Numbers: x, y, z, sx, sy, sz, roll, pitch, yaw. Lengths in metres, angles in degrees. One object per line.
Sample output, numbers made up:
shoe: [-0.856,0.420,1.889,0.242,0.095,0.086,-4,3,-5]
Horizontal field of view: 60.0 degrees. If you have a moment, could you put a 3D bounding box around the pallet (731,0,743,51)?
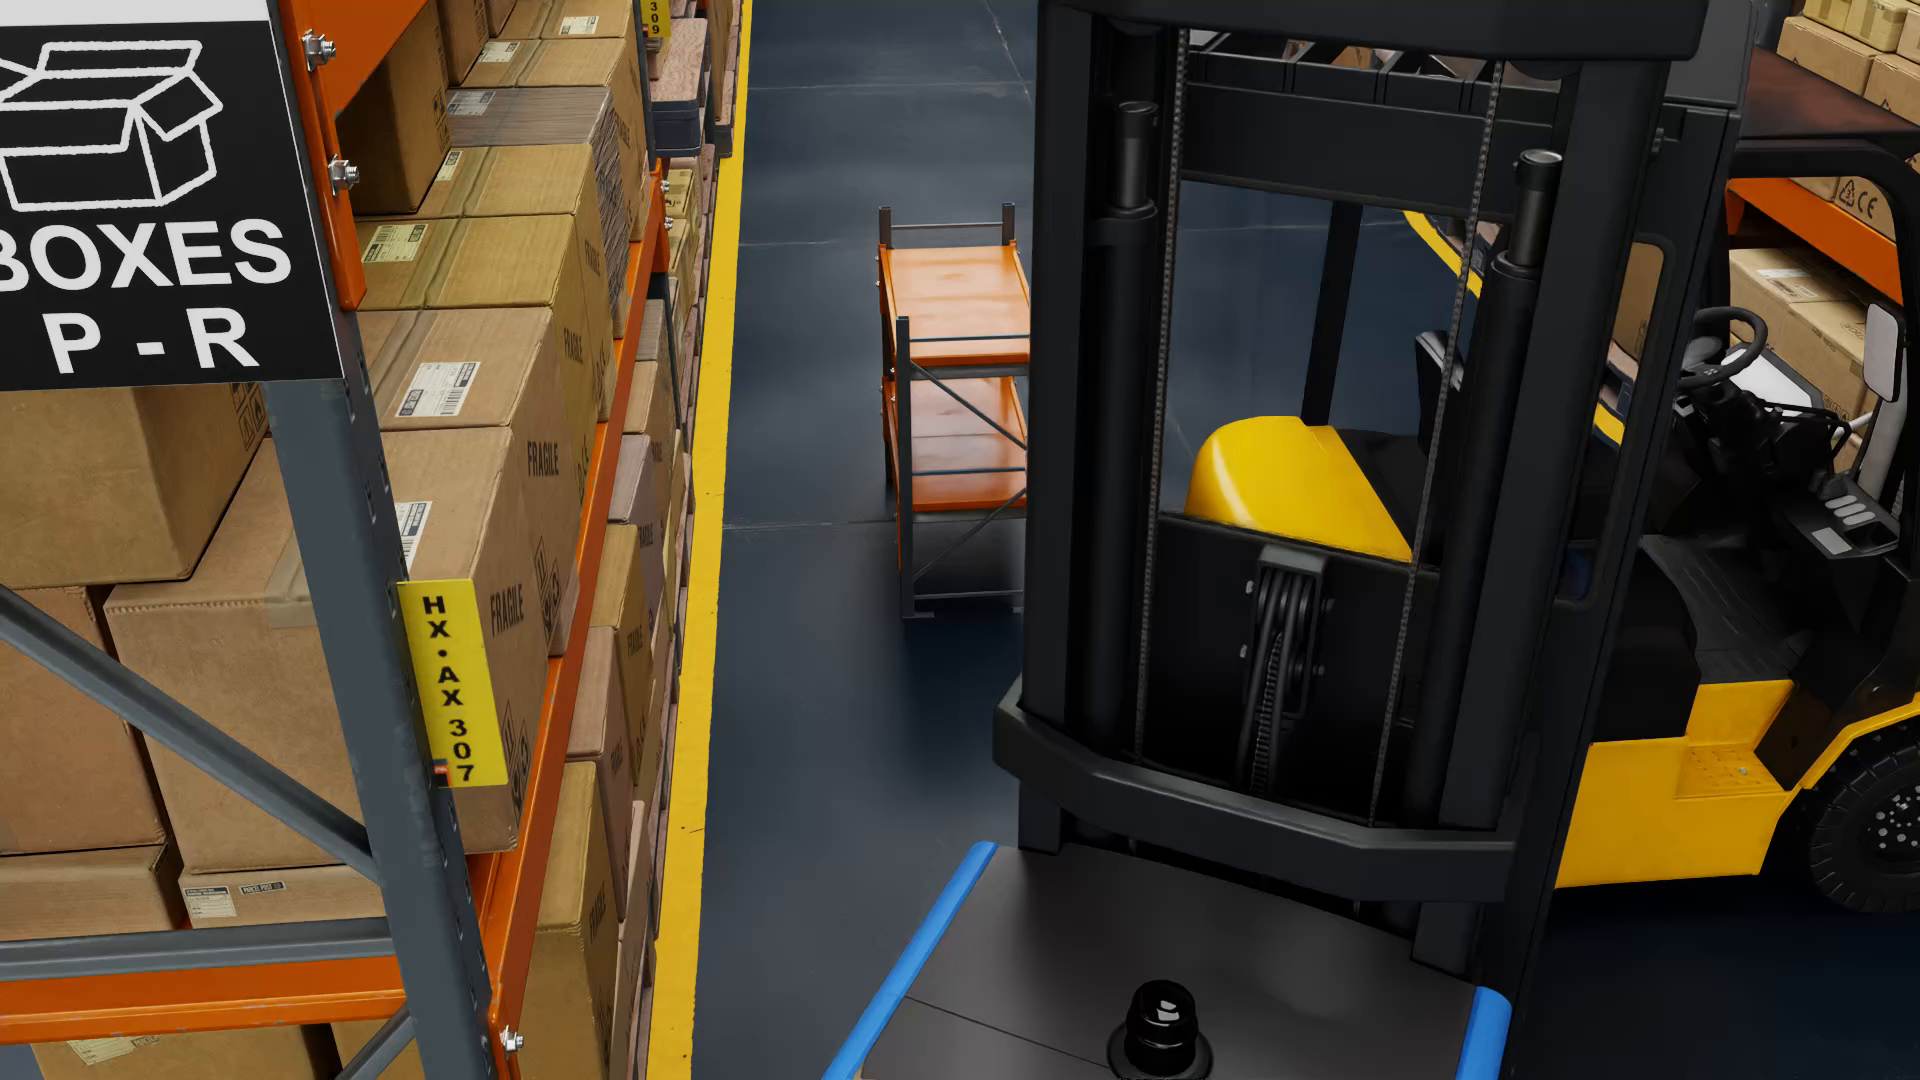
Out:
pallet: [-2.174,-3.950,12.657,1.003,0.211,1.213,-3,31,-5]

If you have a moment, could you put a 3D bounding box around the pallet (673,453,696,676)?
pallet: [-1.476,0.085,5.902,1.003,0.211,1.213,-3,31,-5]

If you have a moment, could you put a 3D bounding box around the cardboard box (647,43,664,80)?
cardboard box: [-1.311,-1.823,6.212,0.380,0.149,0.250,-2,31,-4]

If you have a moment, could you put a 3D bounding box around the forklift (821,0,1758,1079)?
forklift: [0.775,0.003,3.387,1.130,2.935,3.031,13,33,20]

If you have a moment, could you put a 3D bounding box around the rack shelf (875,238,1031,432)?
rack shelf: [-0.001,-0.738,5.817,0.538,0.278,1.000,-3,31,-5]

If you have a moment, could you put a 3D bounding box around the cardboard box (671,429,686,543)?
cardboard box: [-1.251,-0.164,5.871,0.500,0.250,0.500,-1,31,-2]

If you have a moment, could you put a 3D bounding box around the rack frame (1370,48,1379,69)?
rack frame: [2.994,-3.735,9.578,1.000,3.000,0.127,-3,31,-5]

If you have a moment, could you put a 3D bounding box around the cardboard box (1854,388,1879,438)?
cardboard box: [3.196,-0.345,5.199,0.500,0.250,0.500,-2,31,-3]

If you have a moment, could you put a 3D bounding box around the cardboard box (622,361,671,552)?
cardboard box: [-1.202,-0.226,5.244,0.500,0.500,0.500,-2,31,-4]

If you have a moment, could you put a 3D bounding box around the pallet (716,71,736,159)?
pallet: [-1.946,-2.704,10.572,1.003,0.211,1.213,-3,31,-5]

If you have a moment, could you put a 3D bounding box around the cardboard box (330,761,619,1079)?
cardboard box: [-1.003,0.830,3.476,0.500,0.500,0.500,-4,31,-6]

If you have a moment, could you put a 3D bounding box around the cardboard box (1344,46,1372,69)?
cardboard box: [2.741,-3.048,10.456,0.500,0.500,0.500,-2,31,-3]

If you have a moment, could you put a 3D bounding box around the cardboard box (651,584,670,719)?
cardboard box: [-1.148,0.367,4.982,0.500,0.250,0.500,-2,31,-4]

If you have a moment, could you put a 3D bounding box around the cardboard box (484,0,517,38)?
cardboard box: [-1.749,-1.818,5.006,0.700,0.500,0.500,-3,31,-5]

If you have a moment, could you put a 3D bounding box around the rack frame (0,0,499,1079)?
rack frame: [-1.197,0.589,2.339,0.949,2.616,0.053,-3,31,-5]

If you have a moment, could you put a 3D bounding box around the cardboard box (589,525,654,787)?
cardboard box: [-1.095,0.307,4.352,0.500,0.500,0.500,-2,31,-4]

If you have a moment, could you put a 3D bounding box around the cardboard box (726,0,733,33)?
cardboard box: [-2.092,-4.032,11.738,0.875,0.875,0.875,-2,31,-3]

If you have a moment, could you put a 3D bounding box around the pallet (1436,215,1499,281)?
pallet: [3.143,-1.494,8.546,1.003,0.211,1.213,-3,31,-5]

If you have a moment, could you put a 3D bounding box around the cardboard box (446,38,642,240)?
cardboard box: [-1.230,-1.146,4.857,0.500,0.500,0.500,-2,31,-3]

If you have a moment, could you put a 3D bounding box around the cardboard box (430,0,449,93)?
cardboard box: [-1.703,-1.299,4.136,0.700,0.500,0.500,-3,31,-6]

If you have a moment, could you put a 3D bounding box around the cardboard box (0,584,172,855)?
cardboard box: [-1.525,0.154,2.679,0.500,0.500,0.500,-3,31,-5]

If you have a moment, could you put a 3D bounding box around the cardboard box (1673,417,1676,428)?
cardboard box: [3.083,-0.430,6.317,0.500,0.250,0.500,-2,31,-4]

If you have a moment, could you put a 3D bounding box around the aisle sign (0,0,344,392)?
aisle sign: [-0.886,-0.510,1.644,0.394,0.787,0.004,-3,31,-5]

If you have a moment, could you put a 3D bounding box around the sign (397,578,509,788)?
sign: [-0.660,0.191,2.160,0.100,0.325,0.005,-3,31,-5]

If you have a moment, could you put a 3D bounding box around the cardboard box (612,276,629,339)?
cardboard box: [-1.142,-0.677,4.704,0.380,0.149,0.250,-3,31,-5]

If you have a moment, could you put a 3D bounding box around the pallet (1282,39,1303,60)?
pallet: [2.851,-3.542,11.975,1.003,0.211,1.213,-3,31,-5]

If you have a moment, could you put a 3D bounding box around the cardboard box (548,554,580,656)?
cardboard box: [-0.985,0.114,3.379,0.380,0.149,0.250,-2,31,-4]

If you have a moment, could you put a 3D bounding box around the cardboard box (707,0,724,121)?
cardboard box: [-1.929,-3.120,10.211,0.875,0.875,0.875,-3,31,-5]

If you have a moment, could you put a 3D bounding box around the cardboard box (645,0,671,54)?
cardboard box: [-1.332,-2.057,5.972,0.500,0.500,0.500,-2,31,-3]

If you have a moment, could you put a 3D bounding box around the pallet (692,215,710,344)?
pallet: [-1.765,-1.278,8.183,1.003,0.211,1.213,-3,31,-5]

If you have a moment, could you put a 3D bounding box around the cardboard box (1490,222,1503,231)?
cardboard box: [3.171,-1.900,8.412,0.875,0.625,0.625,-4,31,-7]

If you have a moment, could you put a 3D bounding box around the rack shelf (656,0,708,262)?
rack shelf: [-1.761,-2.165,7.652,1.077,0.370,4.000,-3,31,-5]

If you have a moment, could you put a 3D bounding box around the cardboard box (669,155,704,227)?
cardboard box: [-1.828,-1.882,8.629,0.950,0.372,0.625,-3,31,-6]

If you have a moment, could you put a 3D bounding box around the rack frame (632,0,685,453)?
rack frame: [-1.574,-1.453,5.758,1.000,3.000,0.127,-3,31,-5]

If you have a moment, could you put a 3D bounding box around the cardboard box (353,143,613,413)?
cardboard box: [-1.124,-0.620,3.976,0.500,0.500,0.500,-3,31,-6]

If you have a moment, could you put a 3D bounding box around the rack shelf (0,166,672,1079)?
rack shelf: [-1.387,-0.123,4.233,1.077,0.370,4.000,-3,31,-5]

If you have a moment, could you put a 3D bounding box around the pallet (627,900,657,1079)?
pallet: [-1.248,1.331,3.816,1.003,0.211,1.213,-3,31,-5]

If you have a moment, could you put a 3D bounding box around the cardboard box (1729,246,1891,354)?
cardboard box: [3.101,-0.860,6.062,0.500,0.250,0.500,-3,31,-5]

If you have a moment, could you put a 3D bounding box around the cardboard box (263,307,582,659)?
cardboard box: [-1.020,-0.101,3.107,0.500,0.500,0.500,-2,31,-3]

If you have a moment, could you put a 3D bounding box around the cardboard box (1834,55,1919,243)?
cardboard box: [3.214,-1.232,5.289,0.500,0.500,0.500,-2,31,-4]

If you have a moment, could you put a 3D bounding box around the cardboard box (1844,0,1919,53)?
cardboard box: [3.161,-1.707,5.452,0.380,0.149,0.250,-2,31,-3]

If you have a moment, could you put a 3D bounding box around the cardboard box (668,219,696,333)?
cardboard box: [-1.696,-1.140,7.386,0.950,0.372,0.625,-1,31,-1]

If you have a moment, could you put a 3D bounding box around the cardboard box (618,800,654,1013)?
cardboard box: [-1.040,0.903,4.085,0.500,0.250,0.500,-2,31,-3]

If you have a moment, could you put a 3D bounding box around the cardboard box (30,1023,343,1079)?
cardboard box: [-1.535,0.871,3.408,0.500,0.500,0.500,-3,31,-4]

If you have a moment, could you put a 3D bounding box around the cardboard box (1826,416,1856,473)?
cardboard box: [3.155,-0.389,5.760,0.500,0.250,0.500,-3,31,-5]

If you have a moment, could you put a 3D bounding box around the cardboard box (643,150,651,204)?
cardboard box: [-1.240,-1.196,5.572,0.380,0.149,0.250,-3,31,-5]

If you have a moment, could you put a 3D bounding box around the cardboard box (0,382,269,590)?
cardboard box: [-1.465,-0.261,2.400,0.700,0.500,0.500,-3,31,-6]

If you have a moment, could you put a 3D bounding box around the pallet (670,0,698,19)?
pallet: [-1.722,-2.404,7.537,1.003,0.211,1.213,-3,31,-5]

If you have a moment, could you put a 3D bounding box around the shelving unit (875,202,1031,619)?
shelving unit: [-0.001,-0.486,5.967,0.538,1.125,1.048,-3,31,-5]

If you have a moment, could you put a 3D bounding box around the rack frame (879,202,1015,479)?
rack frame: [-0.048,-0.746,6.402,0.500,1.125,0.032,-3,31,-5]

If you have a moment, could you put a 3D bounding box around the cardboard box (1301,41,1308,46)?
cardboard box: [2.653,-3.571,11.331,0.500,0.500,0.500,-1,31,-2]
